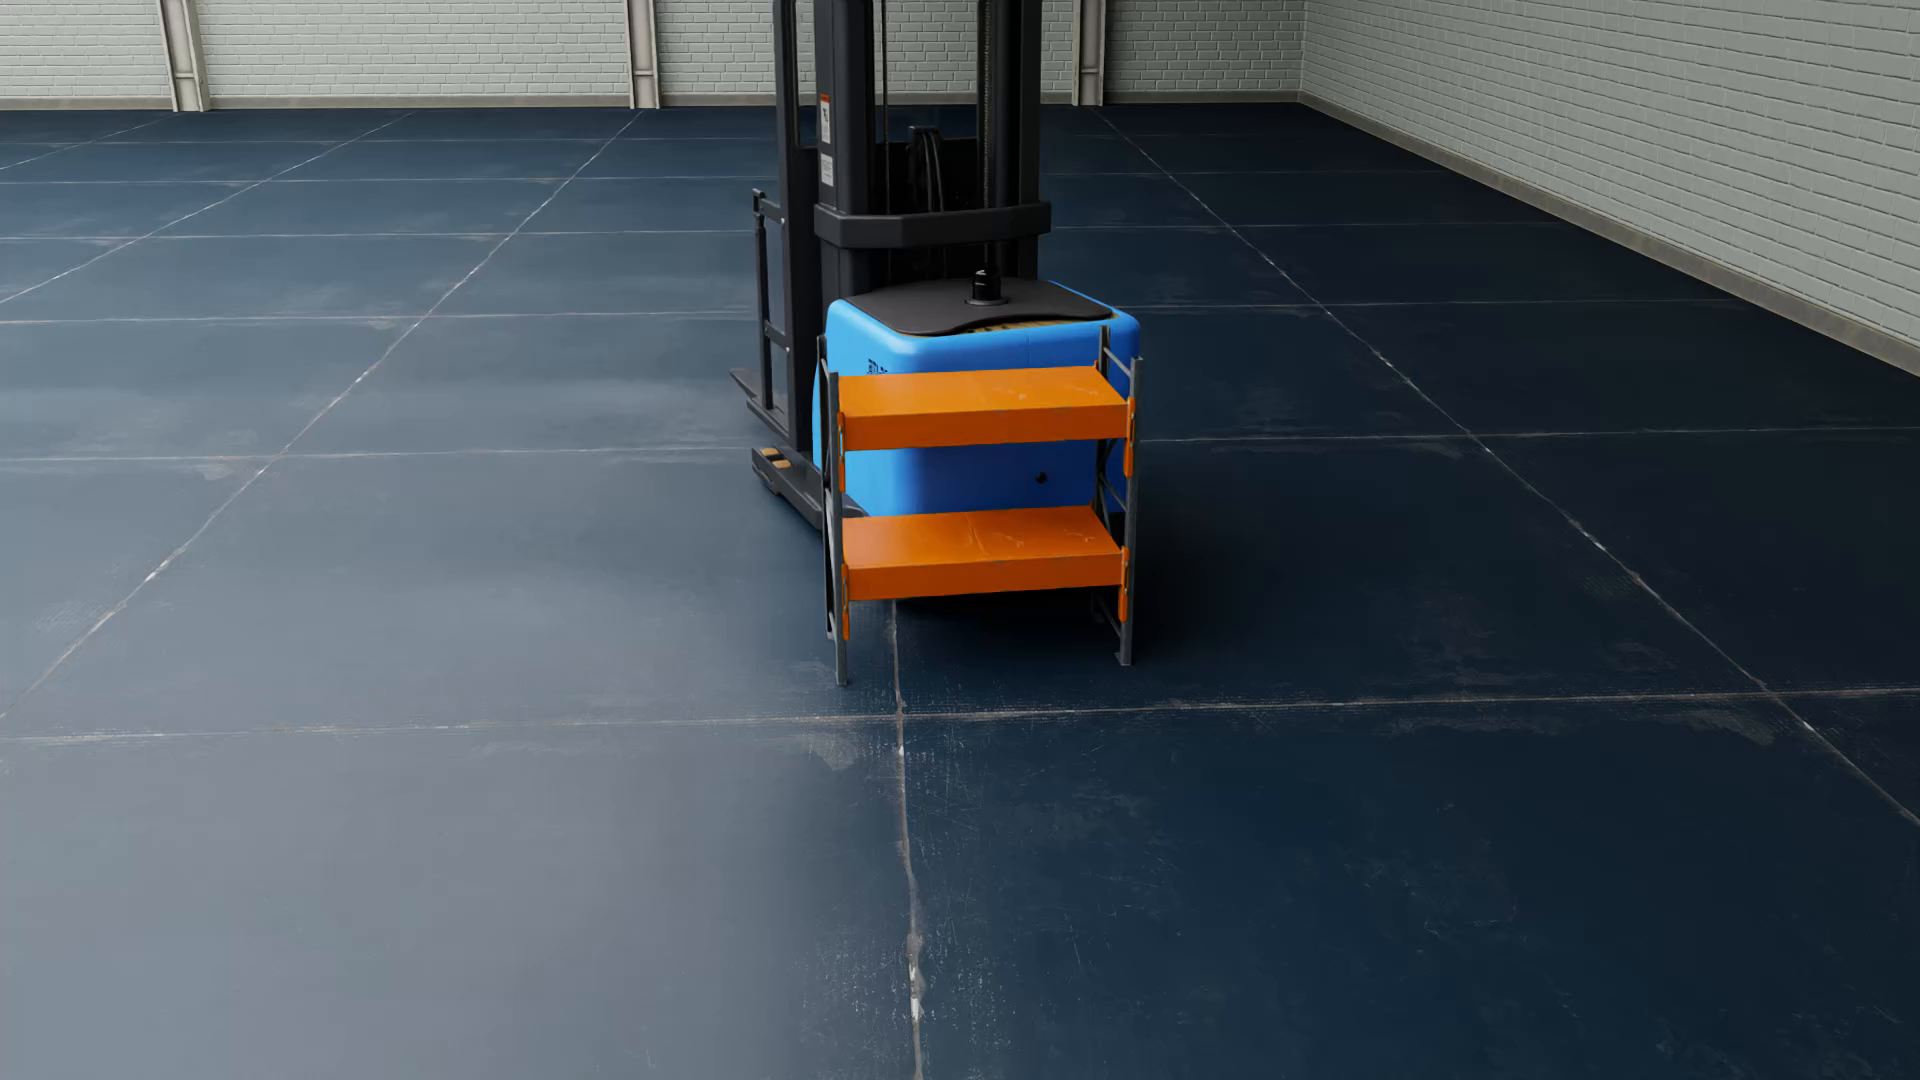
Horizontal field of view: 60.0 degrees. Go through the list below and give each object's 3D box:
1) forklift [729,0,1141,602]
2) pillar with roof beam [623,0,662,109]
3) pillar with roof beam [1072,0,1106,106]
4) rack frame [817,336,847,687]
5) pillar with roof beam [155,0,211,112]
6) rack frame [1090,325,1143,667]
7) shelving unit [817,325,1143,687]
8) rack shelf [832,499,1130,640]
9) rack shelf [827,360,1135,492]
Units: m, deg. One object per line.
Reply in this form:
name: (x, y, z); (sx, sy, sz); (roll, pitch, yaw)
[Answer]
forklift: (-0.332, -1.625, 7.270); (1.130, 2.935, 3.031); (-9, 22, -21)
pillar with roof beam: (-3.999, -8.533, 16.886); (0.400, 9.000, 9.100); (-1, 21, -3)
pillar with roof beam: (1.992, -8.655, 17.207); (0.400, 9.000, 9.100); (-1, 21, -3)
rack frame: (-0.448, -0.105, 5.814); (0.032, 1.125, 0.500); (-3, 21, -8)
pillar with roof beam: (-9.989, -8.411, 16.566); (0.400, 9.000, 9.100); (-1, 21, -3)
rack frame: (0.556, -0.162, 5.963); (0.032, 1.125, 0.500); (-3, 21, -8)
shelving unit: (0.054, -0.133, 5.888); (1.048, 1.125, 0.538); (-3, 21, -8)
rack shelf: (0.054, 0.095, 5.976); (1.000, 0.278, 0.538); (-3, 21, -8)
rack shelf: (0.054, -0.407, 5.784); (1.000, 0.278, 0.538); (-3, 21, -8)
